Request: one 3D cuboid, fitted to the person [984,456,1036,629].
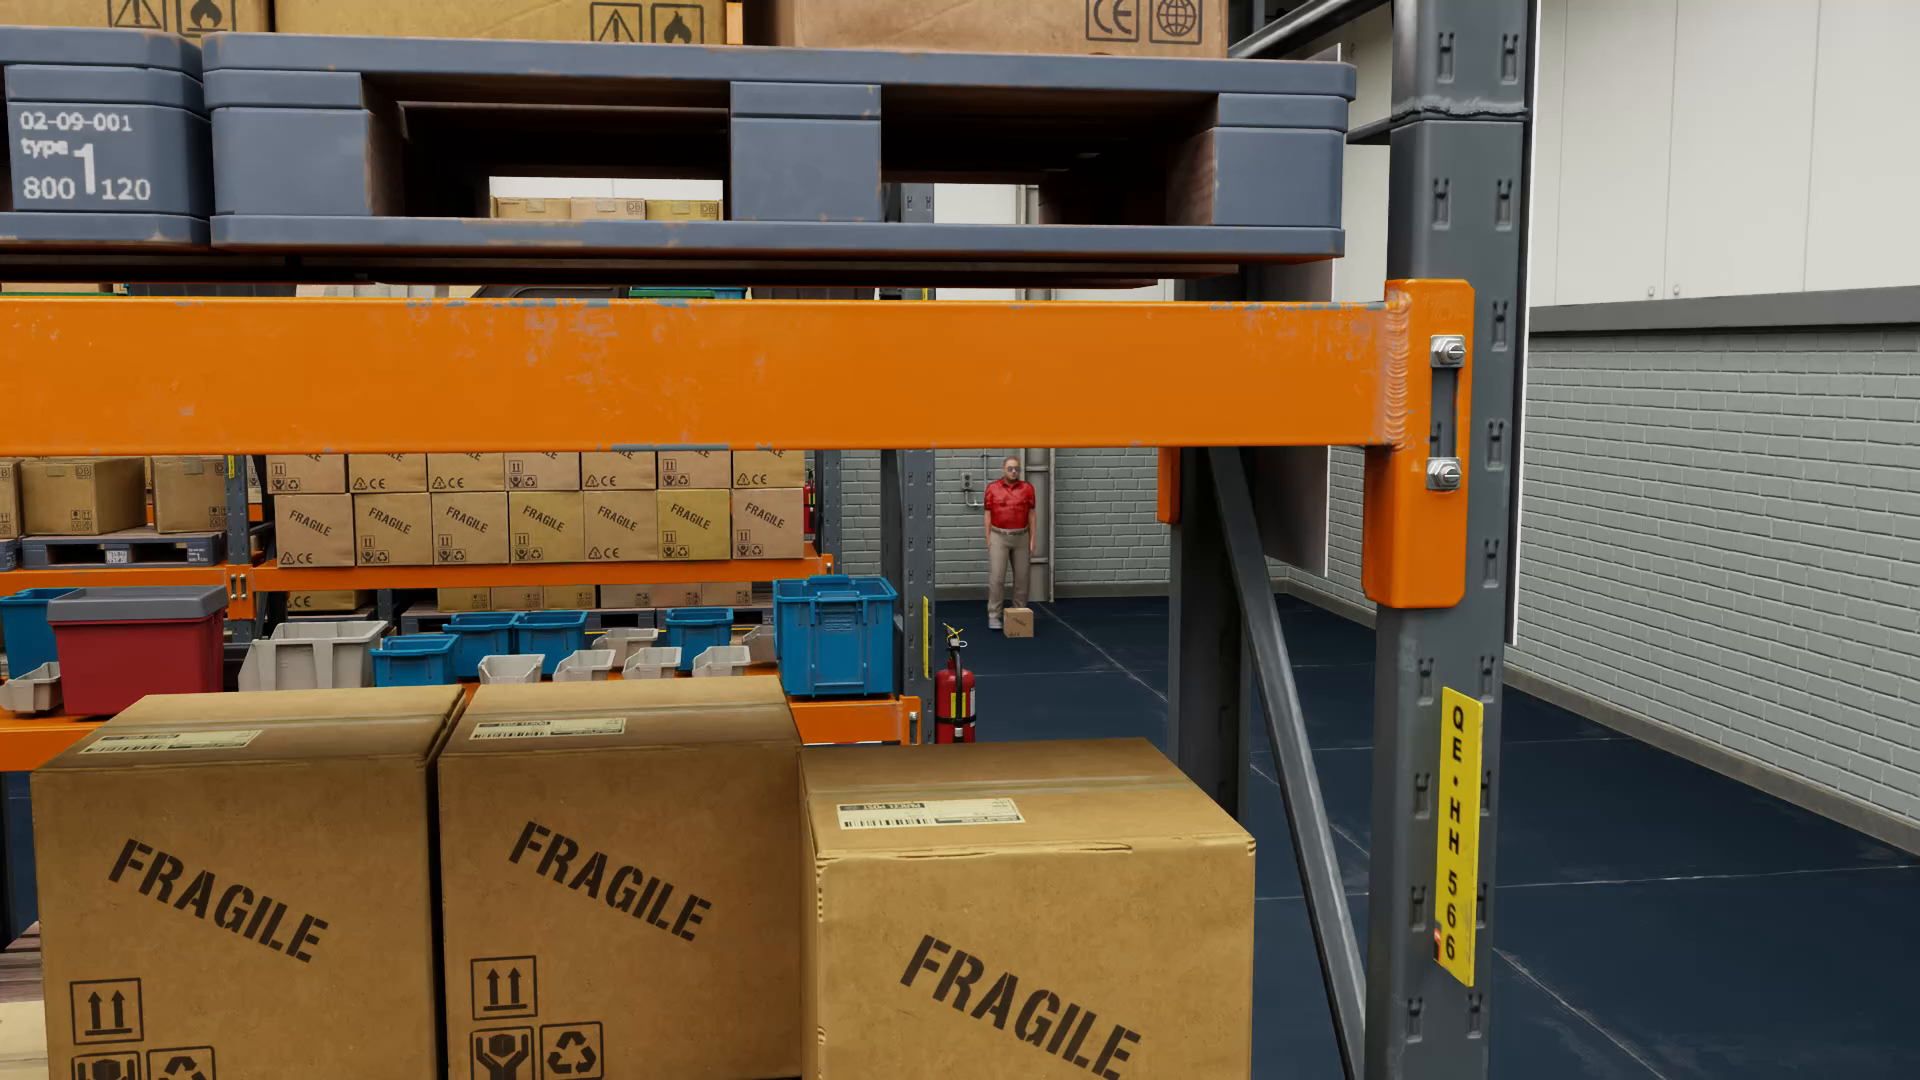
[{"bbox_3d":[0.510,0.024,16.609,0.527,1.722,0.356,-1,6,-7],"label":"person"}]
